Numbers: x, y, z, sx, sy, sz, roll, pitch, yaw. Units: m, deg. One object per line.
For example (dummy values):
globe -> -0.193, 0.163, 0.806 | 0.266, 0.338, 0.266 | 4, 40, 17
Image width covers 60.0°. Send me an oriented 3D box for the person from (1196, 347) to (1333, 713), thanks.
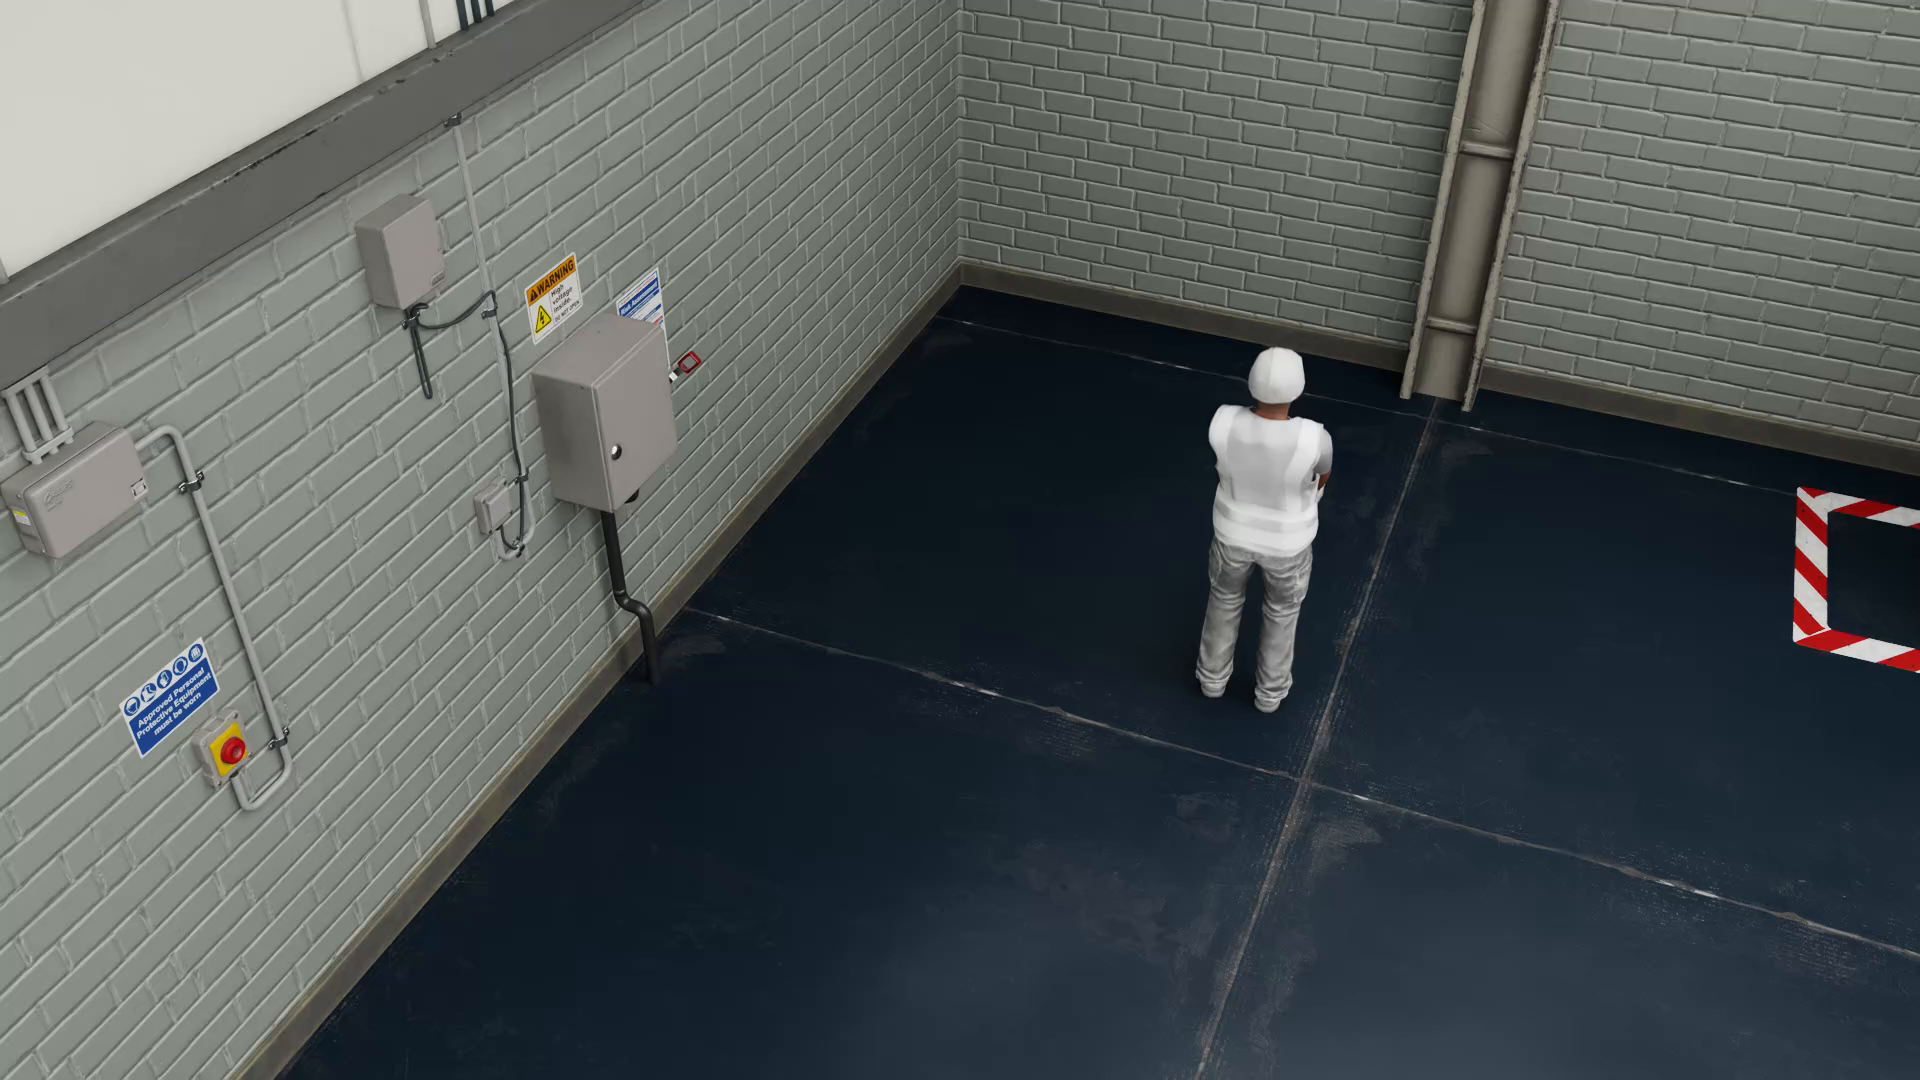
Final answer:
person -> 1.277, -0.096, 6.935 | 0.487, 1.778, 0.584 | 14, 39, 18
